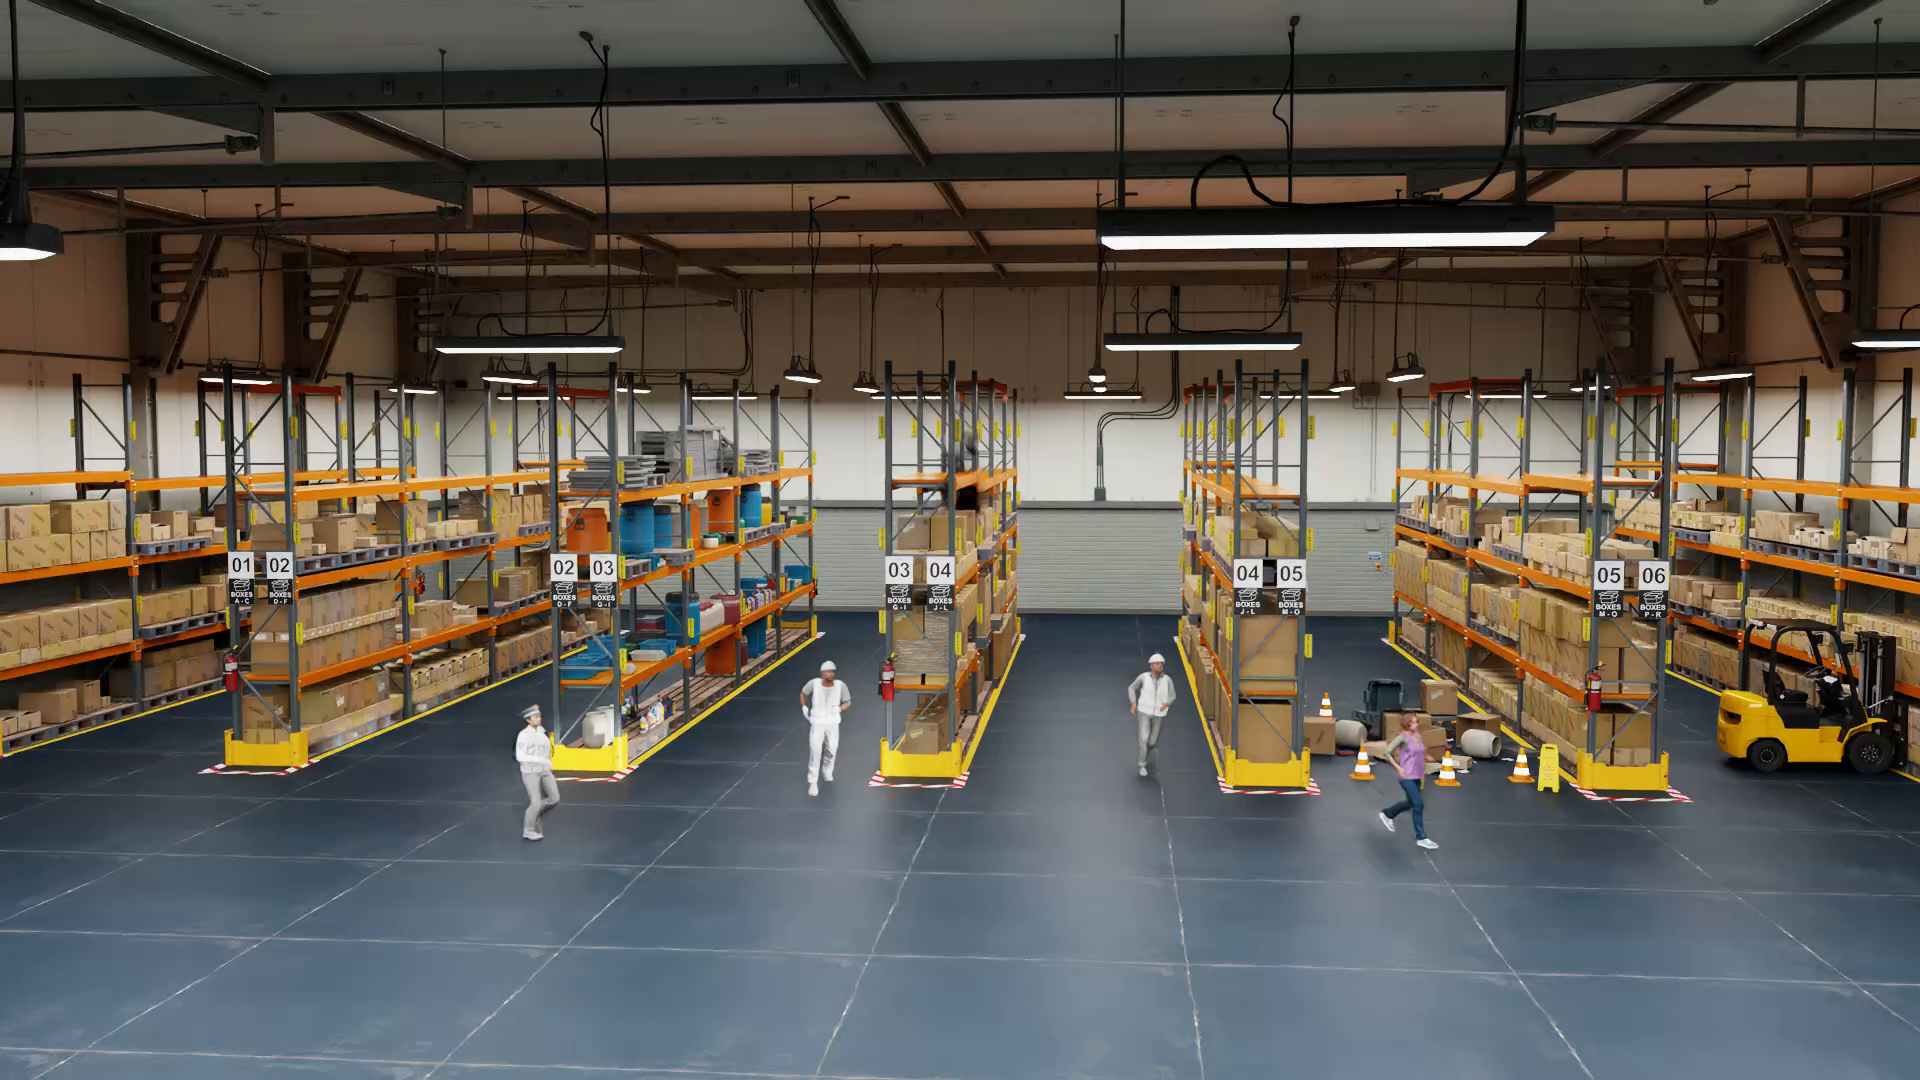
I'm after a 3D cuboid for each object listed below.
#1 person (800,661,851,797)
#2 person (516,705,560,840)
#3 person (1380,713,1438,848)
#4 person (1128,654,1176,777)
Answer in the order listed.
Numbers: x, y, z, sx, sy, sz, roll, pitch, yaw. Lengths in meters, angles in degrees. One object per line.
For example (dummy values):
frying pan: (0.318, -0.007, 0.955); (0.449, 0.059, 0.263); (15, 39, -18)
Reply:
person: (-1.855, 2.583, 23.222); (0.690, 1.799, 0.957); (-1, 4, -12)
person: (-5.115, 2.832, 20.281); (0.554, 1.649, 0.602); (2, 4, 29)
person: (5.416, 2.874, 20.090); (0.543, 1.577, 0.877); (-3, 5, -41)
person: (2.823, 2.546, 24.432); (0.697, 1.765, 0.802); (0, 4, -4)
